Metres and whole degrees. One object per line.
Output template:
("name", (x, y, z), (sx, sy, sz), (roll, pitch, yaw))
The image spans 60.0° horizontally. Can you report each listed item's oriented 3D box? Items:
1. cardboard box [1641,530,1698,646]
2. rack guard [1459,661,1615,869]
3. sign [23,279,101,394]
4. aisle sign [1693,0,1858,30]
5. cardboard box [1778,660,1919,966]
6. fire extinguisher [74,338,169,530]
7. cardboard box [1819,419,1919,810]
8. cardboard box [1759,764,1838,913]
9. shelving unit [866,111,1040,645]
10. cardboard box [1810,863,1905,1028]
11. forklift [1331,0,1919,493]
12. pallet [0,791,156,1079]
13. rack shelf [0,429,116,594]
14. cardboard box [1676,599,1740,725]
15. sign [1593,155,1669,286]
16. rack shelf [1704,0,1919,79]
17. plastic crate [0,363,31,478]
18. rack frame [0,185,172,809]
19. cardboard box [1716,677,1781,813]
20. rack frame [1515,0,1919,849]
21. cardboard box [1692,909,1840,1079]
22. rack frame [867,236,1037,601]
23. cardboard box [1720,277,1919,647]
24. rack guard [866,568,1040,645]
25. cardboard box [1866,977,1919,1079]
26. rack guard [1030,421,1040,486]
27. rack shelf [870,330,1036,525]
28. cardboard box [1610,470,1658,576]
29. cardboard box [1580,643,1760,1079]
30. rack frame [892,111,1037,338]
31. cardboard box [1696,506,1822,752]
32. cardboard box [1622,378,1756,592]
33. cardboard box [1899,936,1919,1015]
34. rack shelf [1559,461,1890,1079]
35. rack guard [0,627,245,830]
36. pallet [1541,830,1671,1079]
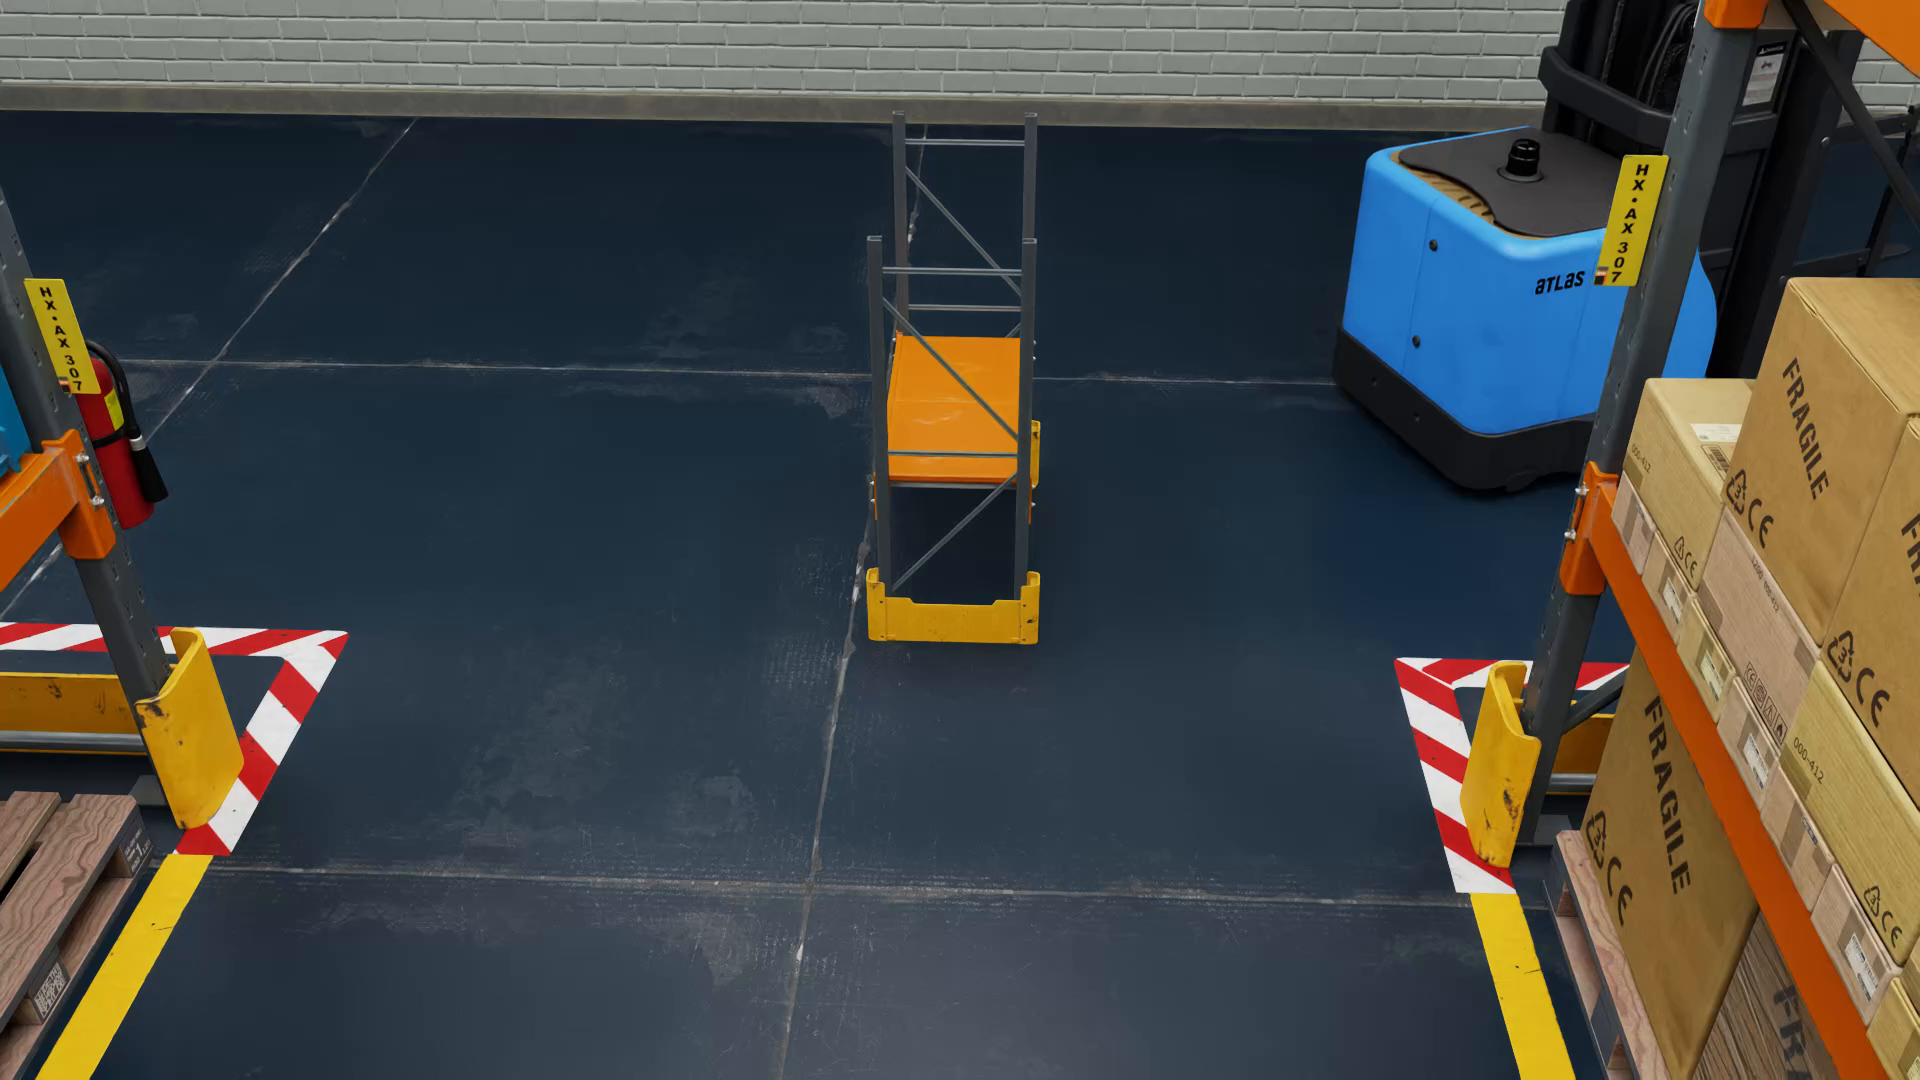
("cardboard box", (1.762, 0.109, 3.705), (0.380, 0.149, 0.250), (1, 35, 1))
("rack guard", (2.116, 0.671, 4.861), (1.175, 0.500, 0.348), (1, 35, 2))
("sign", (-2.283, -0.516, 4.233), (0.100, 0.325, 0.005), (1, 35, 2))
("aisle sign", (1.818, -1.450, 3.443), (0.394, 0.787, 0.004), (1, 35, 2))
("cardboard box", (1.788, 0.459, 2.861), (0.500, 0.250, 0.500), (0, 35, 0))
("fire extinguisher", (-2.374, -0.344, 4.523), (0.296, 0.674, 0.183), (1, 35, 2))
("cardboard box", (1.791, 0.149, 2.648), (0.500, 0.500, 0.500), (0, 35, 1))
("cardboard box", (1.732, 0.552, 3.075), (0.380, 0.149, 0.250), (1, 35, 1))
("shelving unit", (-0.003, -0.570, 5.756), (0.587, 1.500, 1.083), (1, 35, 2))
("cardboard box", (1.722, 0.700, 2.864), (0.380, 0.149, 0.250), (1, 35, 1))
("forklift", (3.161, -1.914, 6.425), (3.031, 2.935, 1.130), (-13, 37, -17))
("pallet", (-2.906, 1.161, 4.414), (1.003, 0.211, 1.213), (1, 35, 2))
("rack shelf", (-2.914, 0.991, 2.857), (1.077, 0.370, 4.000), (1, 35, 2))
("cardboard box", (1.752, 0.256, 3.496), (0.380, 0.149, 0.250), (1, 35, 1))
("sign", (1.561, -0.741, 3.874), (0.100, 0.325, 0.005), (1, 35, 2))
("rack shelf", (2.035, -0.122, 1.832), (1.077, 0.370, 4.000), (1, 35, 2))
("plastic crate", (-2.661, -0.295, 3.978), (0.616, 0.435, 0.499), (1, 35, 2))
("rack frame", (-2.834, -0.452, 4.285), (1.000, 3.000, 0.127), (1, 35, 2))
("cardboard box", (1.743, 0.406, 3.283), (0.380, 0.149, 0.250), (1, 35, 1))
("rack frame", (2.115, -0.338, 4.122), (1.000, 3.000, 0.127), (1, 35, 2))
("cardboard box", (2.133, 1.252, 3.343), (0.875, 0.875, 0.875), (1, 35, 2))
("rack frame", (-0.024, -0.273, 5.333), (0.500, 1.500, 0.032), (1, 35, 2))
("cardboard box", (1.806, -0.148, 3.072), (0.500, 0.500, 0.500), (1, 35, 1))
("rack guard", (-0.023, 0.228, 5.709), (0.587, 0.250, 0.087), (1, 35, 2))
("cardboard box", (1.711, 0.845, 2.658), (0.380, 0.149, 0.250), (0, 35, 1))
("rack guard", (0.017, -0.345, 6.523), (0.587, 0.250, 0.087), (1, 35, 2))
("rack shelf", (-0.003, -0.417, 5.852), (0.538, 0.185, 1.000), (1, 35, 2))
("cardboard box", (1.771, -0.039, 3.915), (0.380, 0.149, 0.250), (2, 35, 2))
("cardboard box", (2.169, 0.729, 4.087), (0.875, 0.875, 0.875), (1, 35, 2))
("rack frame", (0.017, -0.857, 6.165), (0.500, 1.500, 0.032), (1, 35, 2))
("cardboard box", (1.812, 0.170, 3.271), (0.500, 0.250, 0.500), (1, 35, 1))
("cardboard box", (1.826, -0.129, 3.696), (0.500, 0.250, 0.500), (0, 35, 1))
("cardboard box", (1.772, 0.758, 2.434), (0.500, 0.250, 0.500), (1, 35, 1))
("rack shelf", (2.035, 1.105, 2.694), (1.077, 0.370, 4.000), (1, 35, 2))
("rack guard", (-2.846, 0.556, 5.024), (1.175, 0.500, 0.348), (1, 35, 2))
("pallet", (2.161, 1.264, 4.268), (1.003, 0.211, 1.213), (1, 35, 2))
